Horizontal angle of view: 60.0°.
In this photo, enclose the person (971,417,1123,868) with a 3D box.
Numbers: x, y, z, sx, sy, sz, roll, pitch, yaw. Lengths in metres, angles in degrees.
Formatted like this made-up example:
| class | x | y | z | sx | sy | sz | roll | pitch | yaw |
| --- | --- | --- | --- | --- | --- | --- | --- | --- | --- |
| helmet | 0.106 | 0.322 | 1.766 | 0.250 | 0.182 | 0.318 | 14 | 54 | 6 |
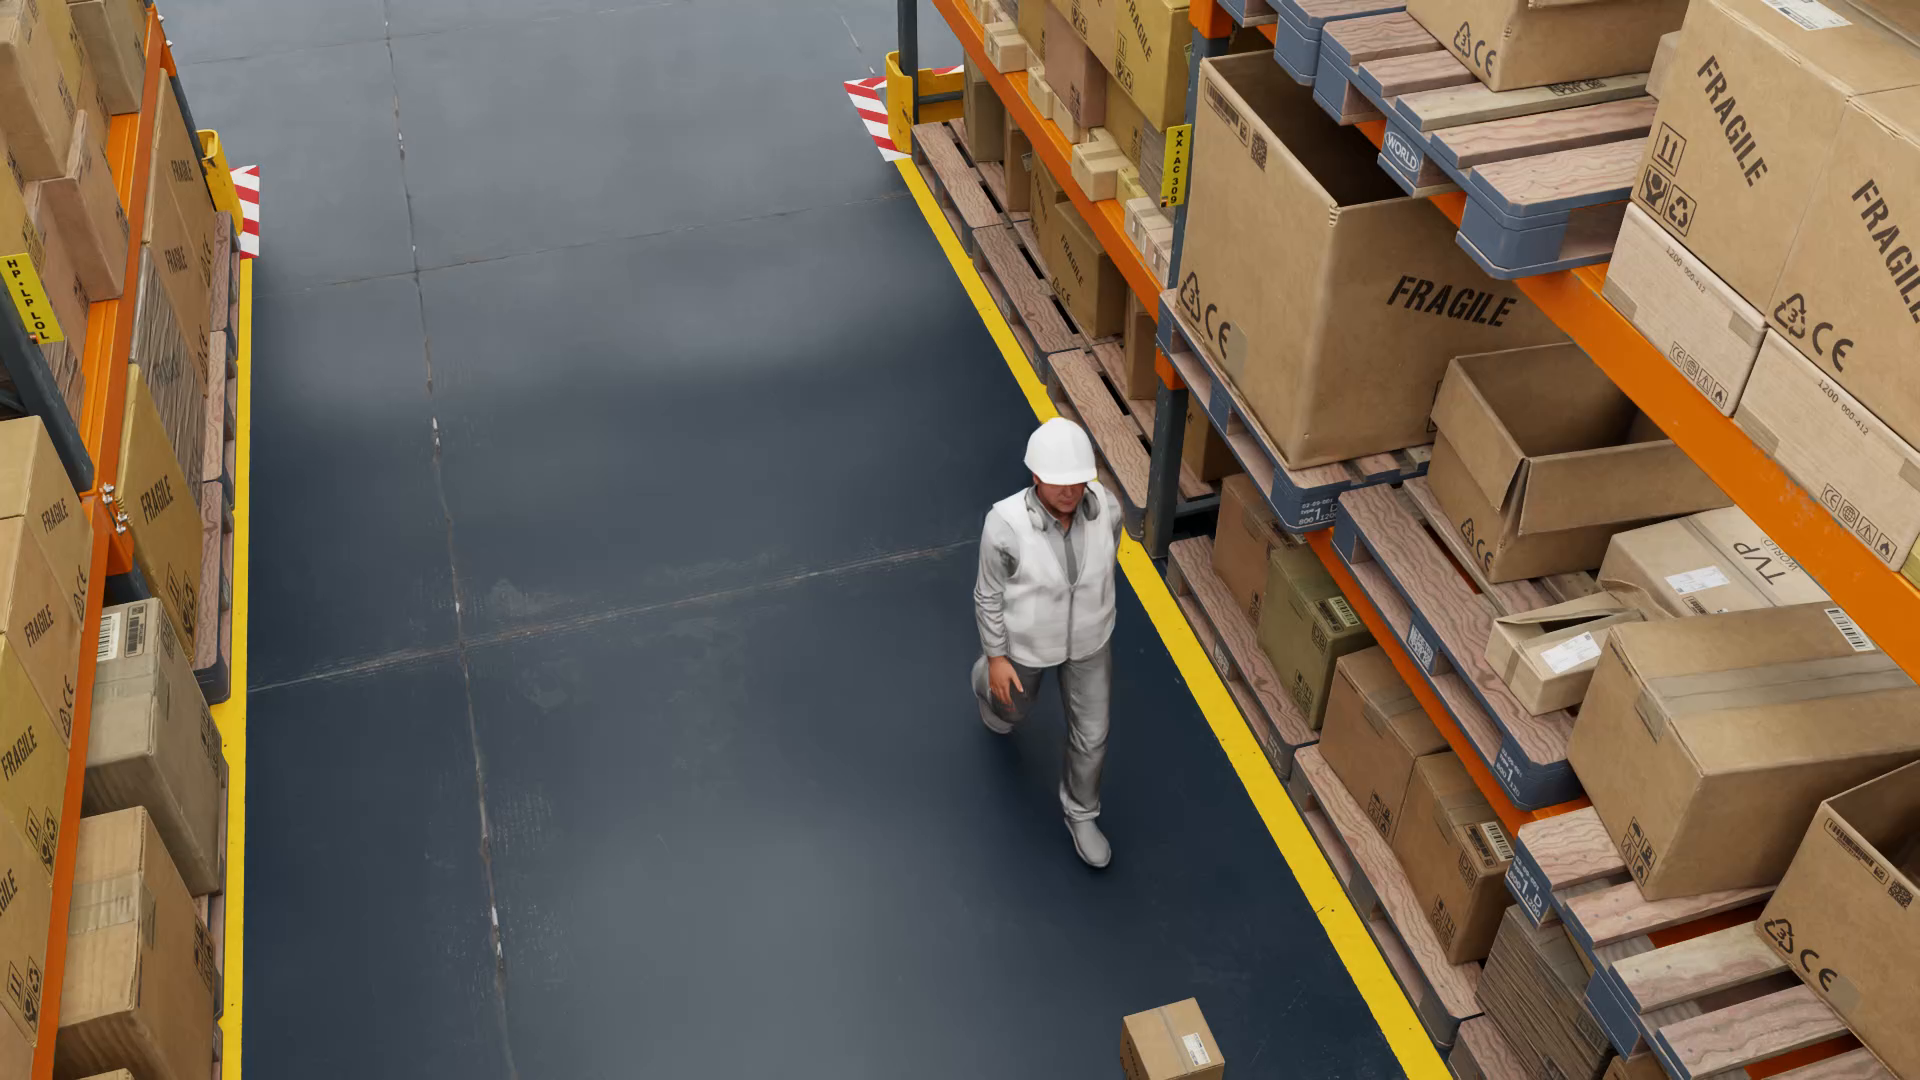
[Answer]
| class | x | y | z | sx | sy | sz | roll | pitch | yaw |
| --- | --- | --- | --- | --- | --- | --- | --- | --- | --- |
| person | 0.296 | 0.285 | 5.823 | 0.548 | 1.743 | 0.961 | -11 | 43 | -12 |
